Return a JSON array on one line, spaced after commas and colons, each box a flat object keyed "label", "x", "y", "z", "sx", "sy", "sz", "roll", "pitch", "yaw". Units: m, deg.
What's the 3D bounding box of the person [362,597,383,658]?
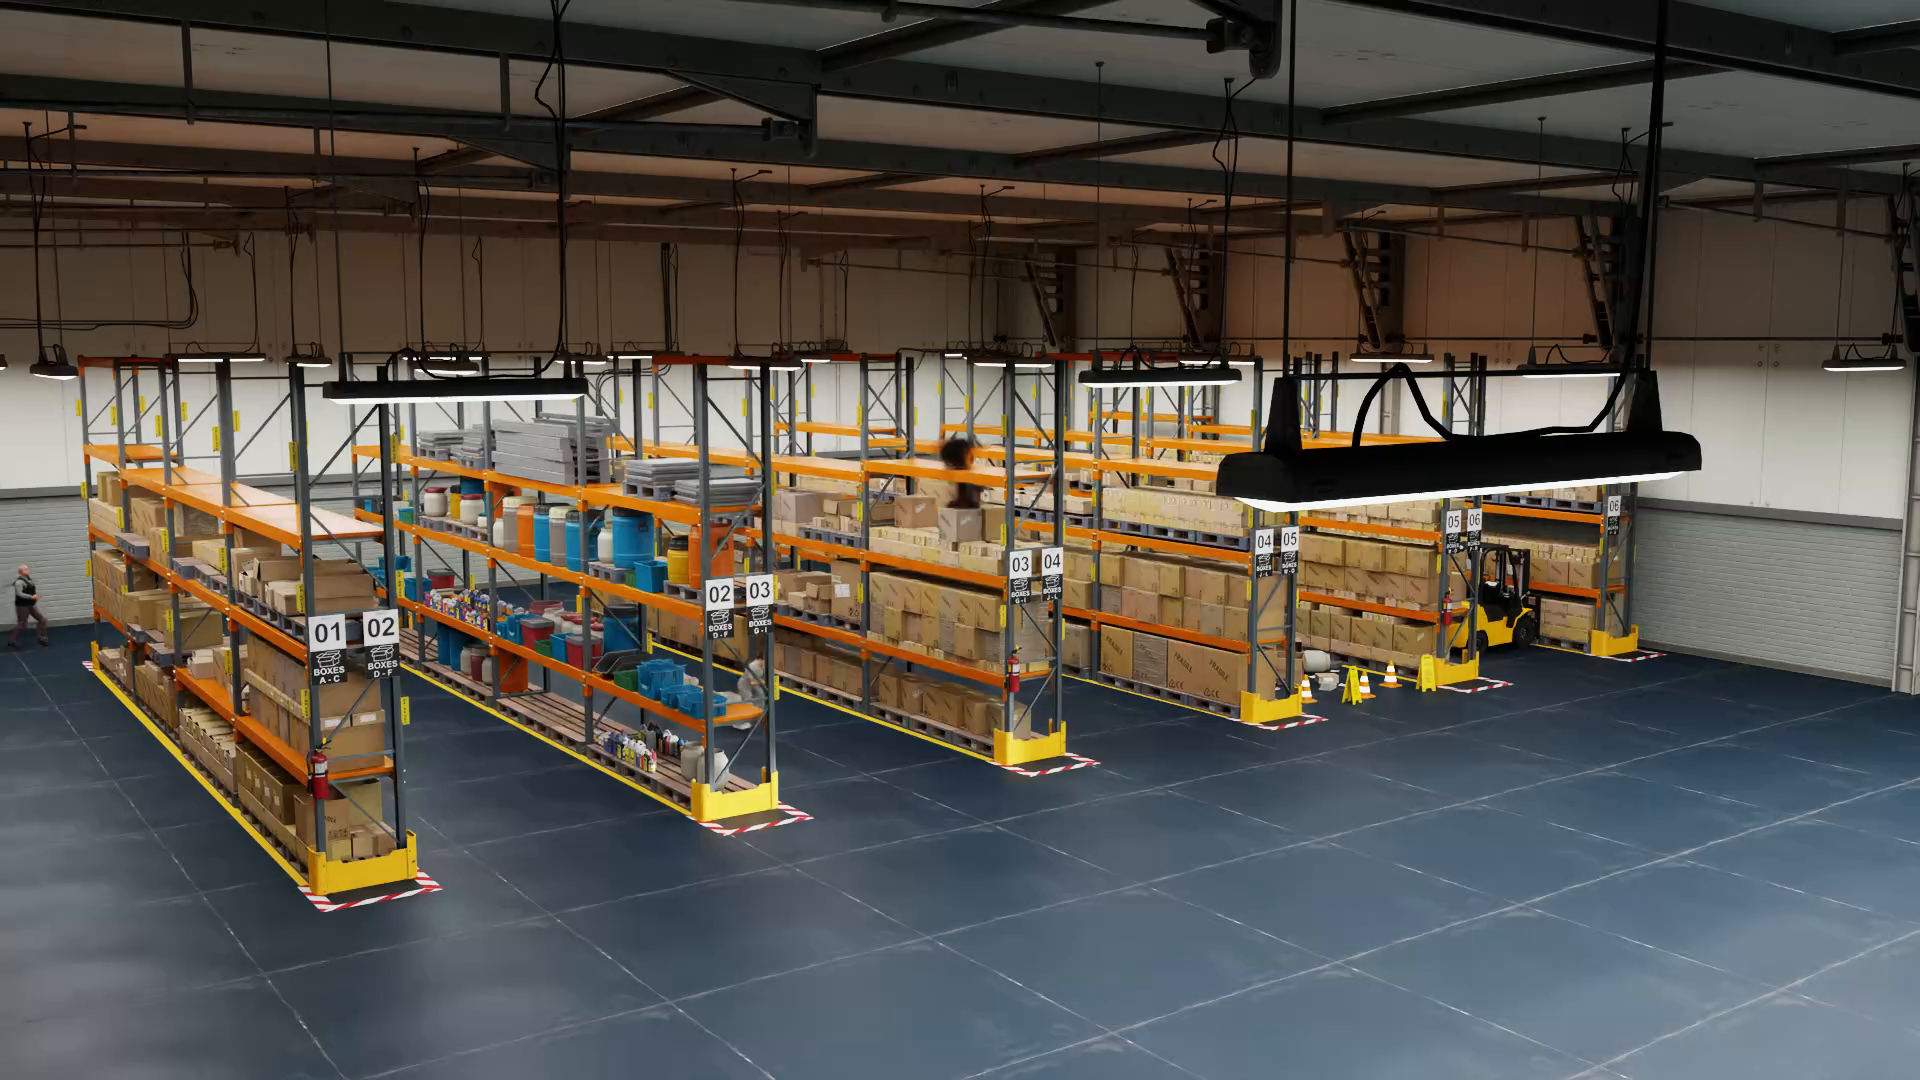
[{"label": "person", "x": -10.523, "y": 1.882, "z": 29.908, "sx": 0.760, "sy": 1.706, "sz": 0.779, "roll": -3, "pitch": 8, "yaw": -26}]

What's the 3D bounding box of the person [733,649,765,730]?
[{"label": "person", "x": -3.320, "y": 2.398, "z": 26.701, "sx": 0.945, "sy": 1.398, "sz": 0.578, "roll": 4, "pitch": 8, "yaw": 30}]

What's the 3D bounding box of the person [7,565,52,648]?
[{"label": "person", "x": -18.996, "y": 1.375, "z": 33.829, "sx": 0.798, "sy": 1.756, "sz": 0.666, "roll": -1, "pitch": 7, "yaw": -8}]
